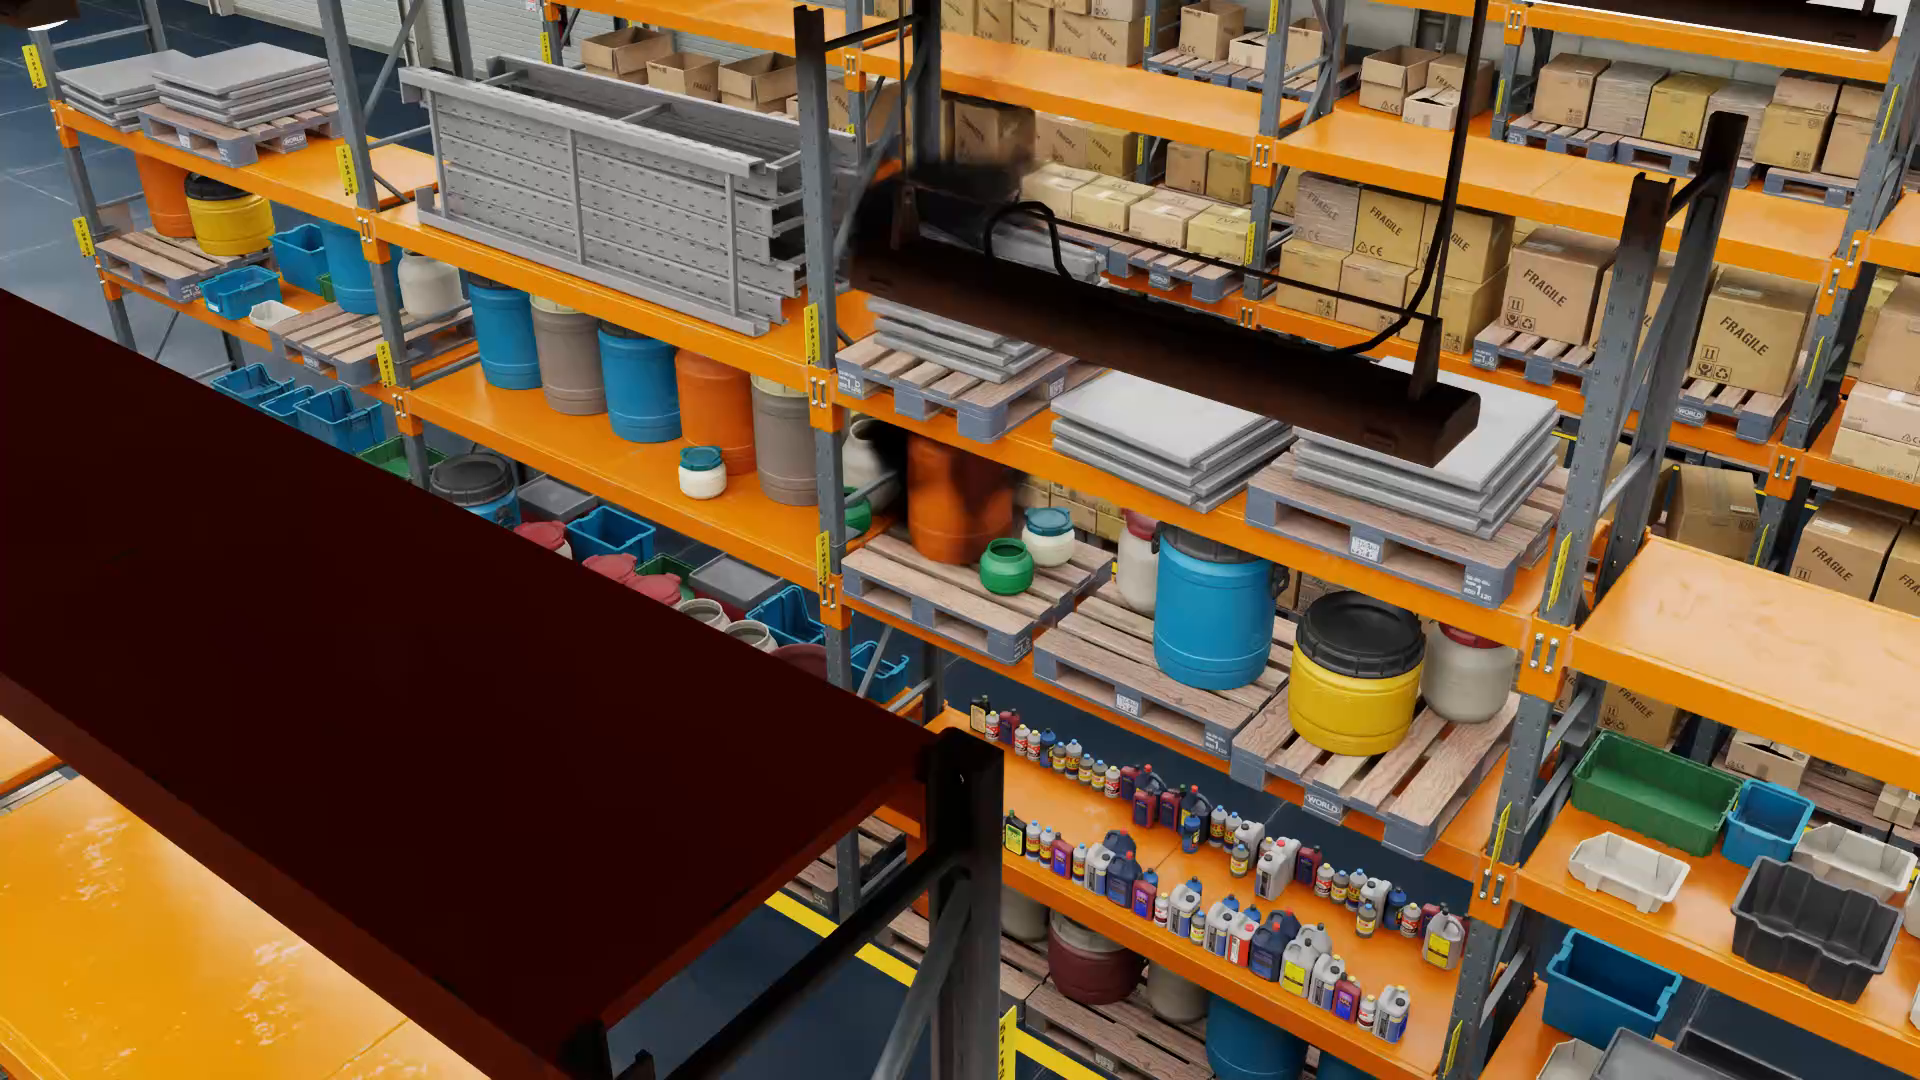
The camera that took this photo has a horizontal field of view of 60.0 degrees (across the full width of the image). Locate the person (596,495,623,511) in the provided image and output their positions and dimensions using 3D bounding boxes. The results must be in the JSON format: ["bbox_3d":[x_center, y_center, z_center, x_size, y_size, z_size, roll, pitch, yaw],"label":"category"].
[{"bbox_3d":[-3.382,-0.843,15.158,0.642,1.606,0.615,12,34,19],"label":"person"}]
